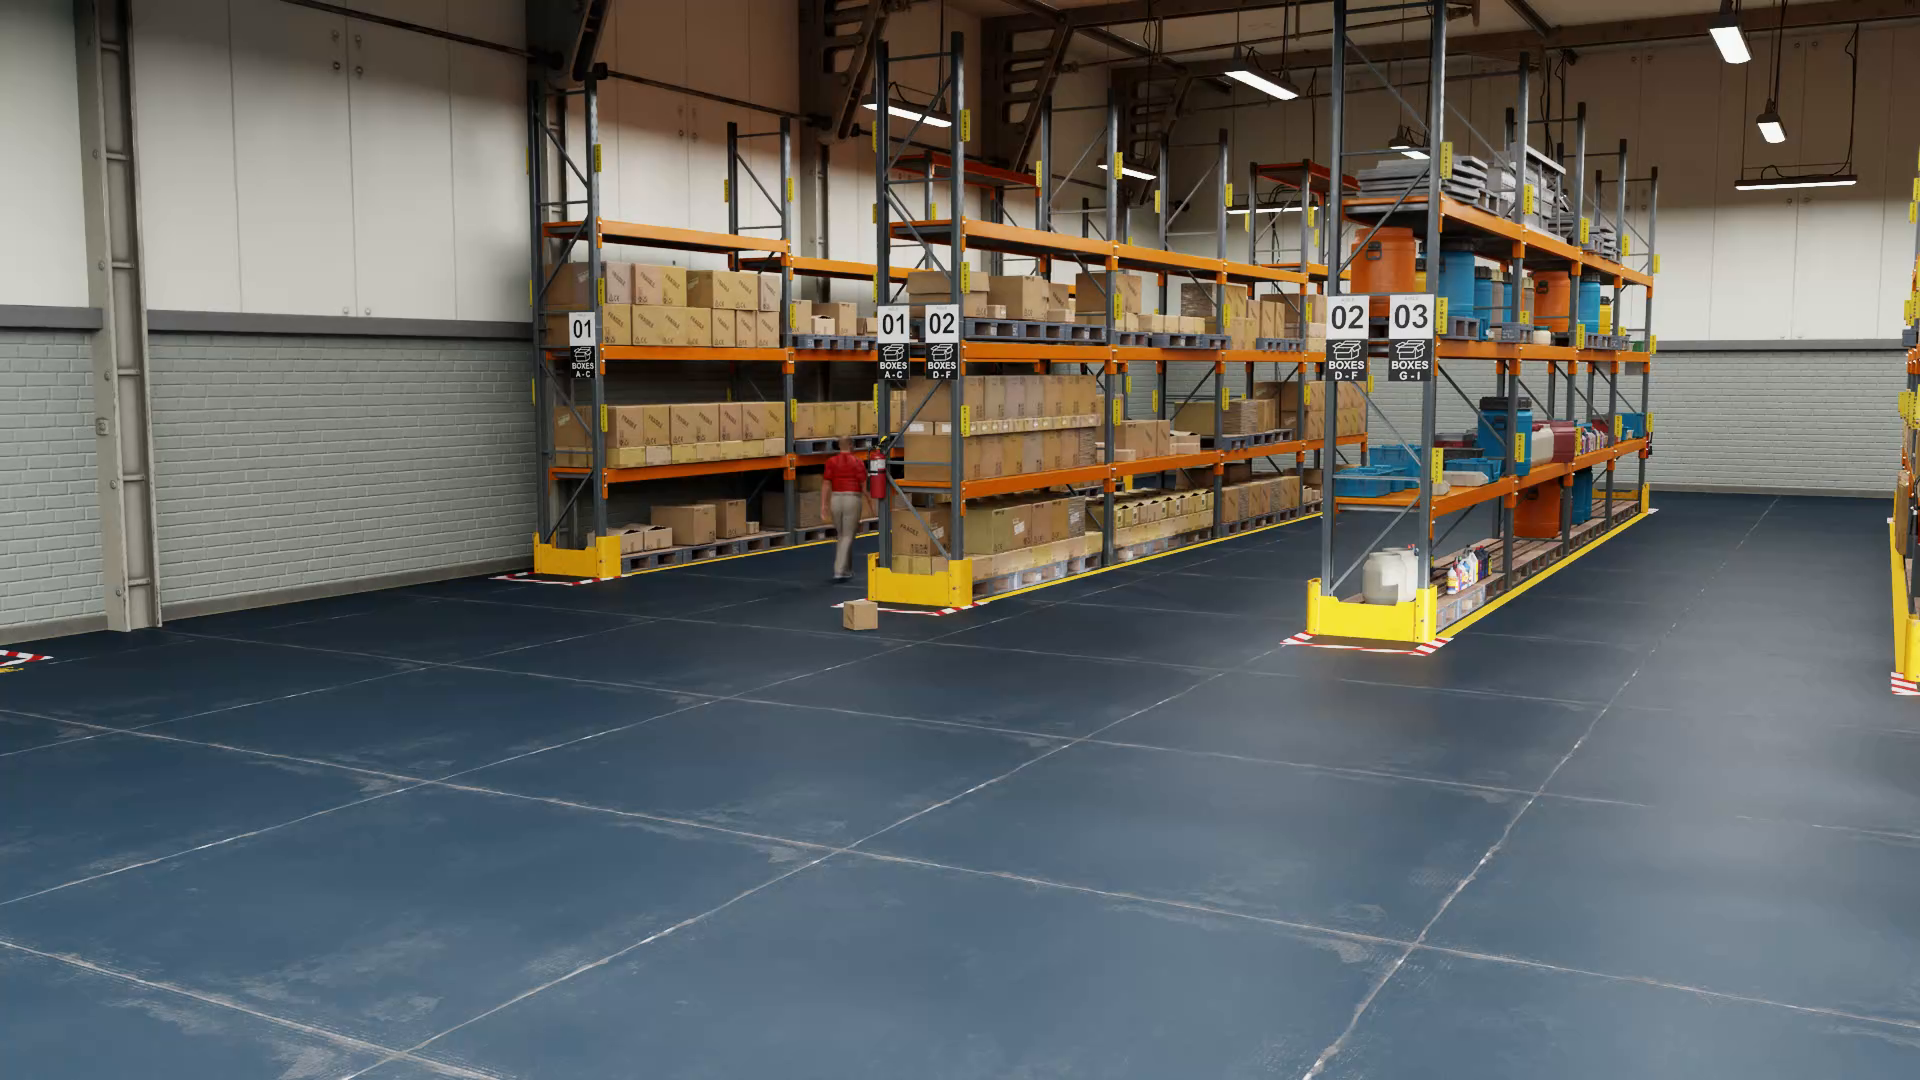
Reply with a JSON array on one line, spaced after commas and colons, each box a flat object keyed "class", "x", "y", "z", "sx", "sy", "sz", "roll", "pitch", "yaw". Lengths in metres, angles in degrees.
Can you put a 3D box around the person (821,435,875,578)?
[{"class": "person", "x": -1.332, "y": -0.362, "z": 19.945, "sx": 0.573, "sy": 1.790, "sz": 0.724, "roll": 3, "pitch": 7, "yaw": 27}]
